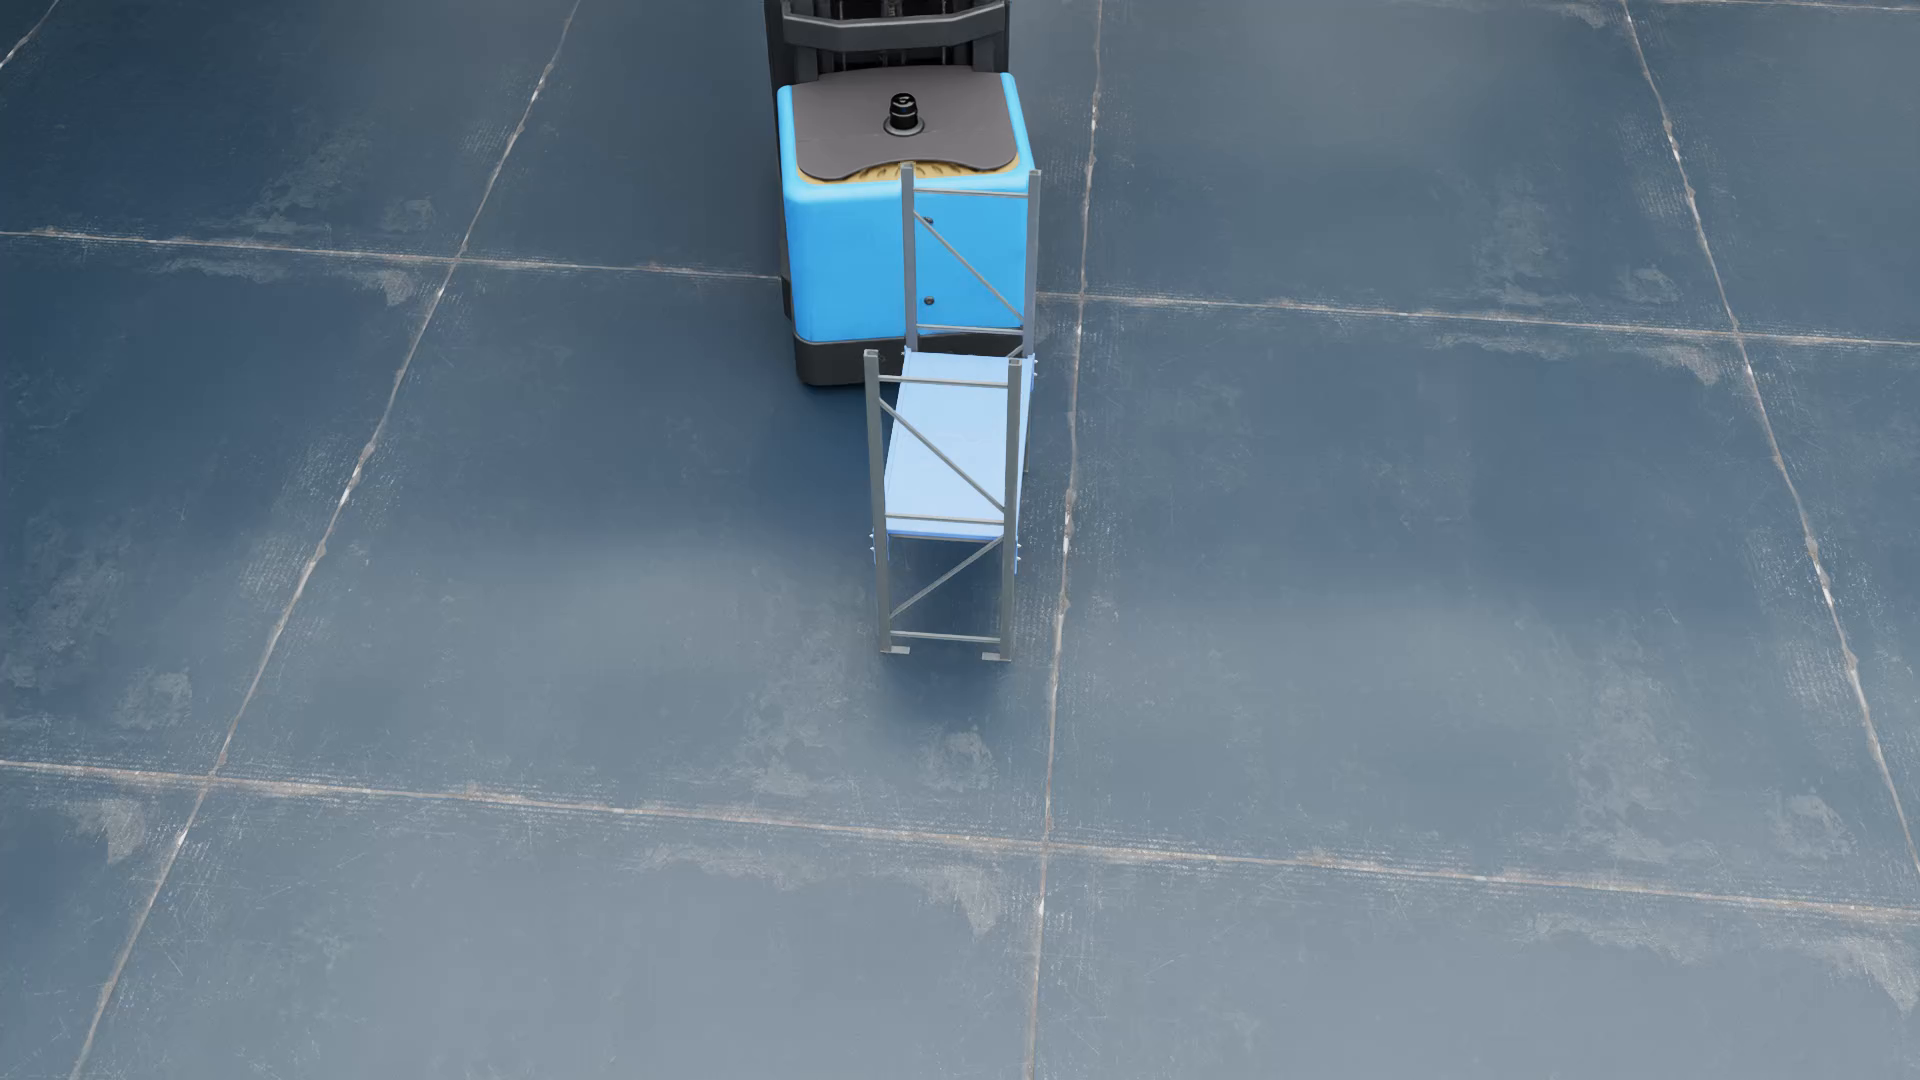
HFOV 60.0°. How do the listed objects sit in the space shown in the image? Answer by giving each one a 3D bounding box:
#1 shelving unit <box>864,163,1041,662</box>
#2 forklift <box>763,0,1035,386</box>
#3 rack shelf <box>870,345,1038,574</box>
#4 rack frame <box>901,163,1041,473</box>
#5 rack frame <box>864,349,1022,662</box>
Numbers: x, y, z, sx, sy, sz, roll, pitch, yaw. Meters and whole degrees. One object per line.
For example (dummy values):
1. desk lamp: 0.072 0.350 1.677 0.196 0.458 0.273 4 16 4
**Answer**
1. shelving unit: -0.008 -0.443 6.139 0.538 1.500 1.048 4 48 4
2. forklift: -0.349 -2.758 7.286 1.130 2.935 3.031 -5 48 -4
3. rack shelf: -0.008 -0.322 6.272 0.538 0.185 1.000 4 48 4
4. rack frame: 0.039 -0.817 6.481 0.500 1.500 0.032 4 48 4
5. rack frame: -0.054 -0.070 5.798 0.500 1.500 0.032 4 48 4
